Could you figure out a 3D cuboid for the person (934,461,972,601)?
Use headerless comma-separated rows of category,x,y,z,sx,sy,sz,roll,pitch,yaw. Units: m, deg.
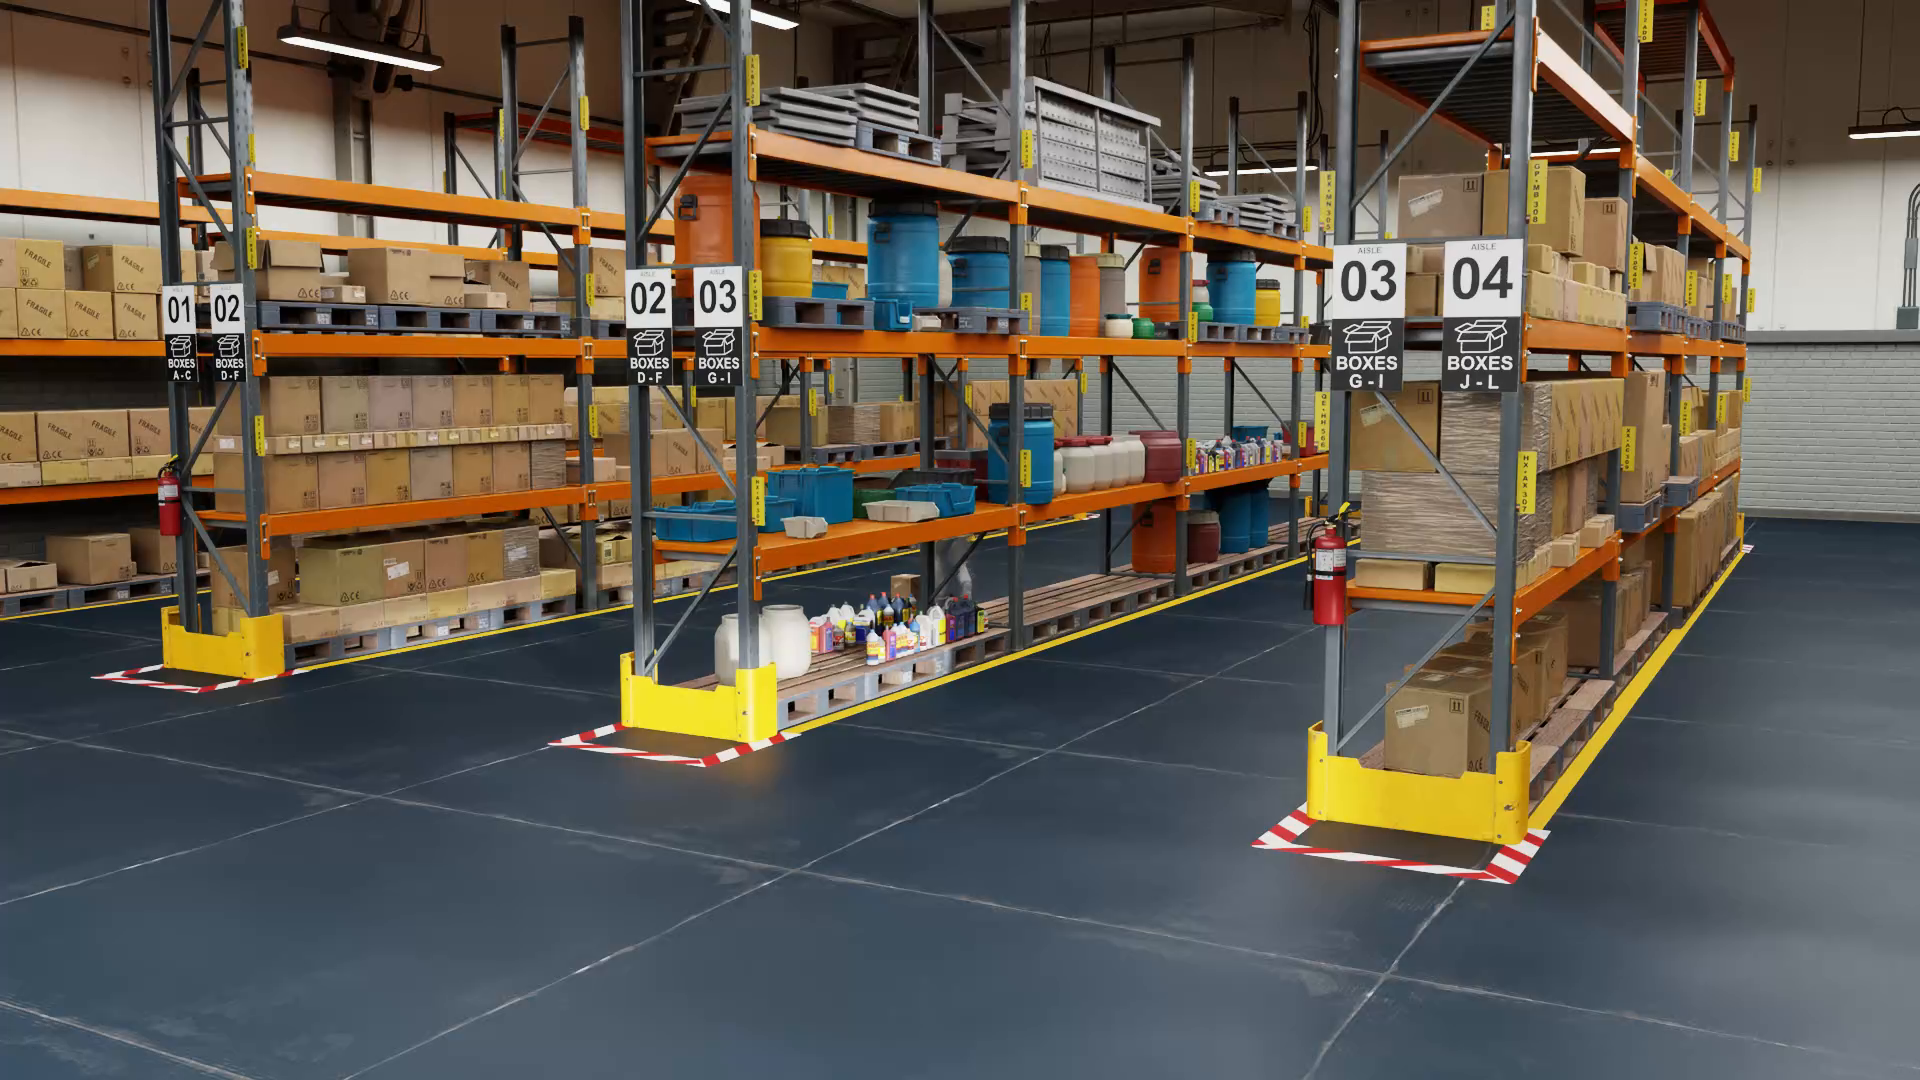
person,-0.149,-0.136,17.878,0.486,1.641,0.540,-4,7,-35
